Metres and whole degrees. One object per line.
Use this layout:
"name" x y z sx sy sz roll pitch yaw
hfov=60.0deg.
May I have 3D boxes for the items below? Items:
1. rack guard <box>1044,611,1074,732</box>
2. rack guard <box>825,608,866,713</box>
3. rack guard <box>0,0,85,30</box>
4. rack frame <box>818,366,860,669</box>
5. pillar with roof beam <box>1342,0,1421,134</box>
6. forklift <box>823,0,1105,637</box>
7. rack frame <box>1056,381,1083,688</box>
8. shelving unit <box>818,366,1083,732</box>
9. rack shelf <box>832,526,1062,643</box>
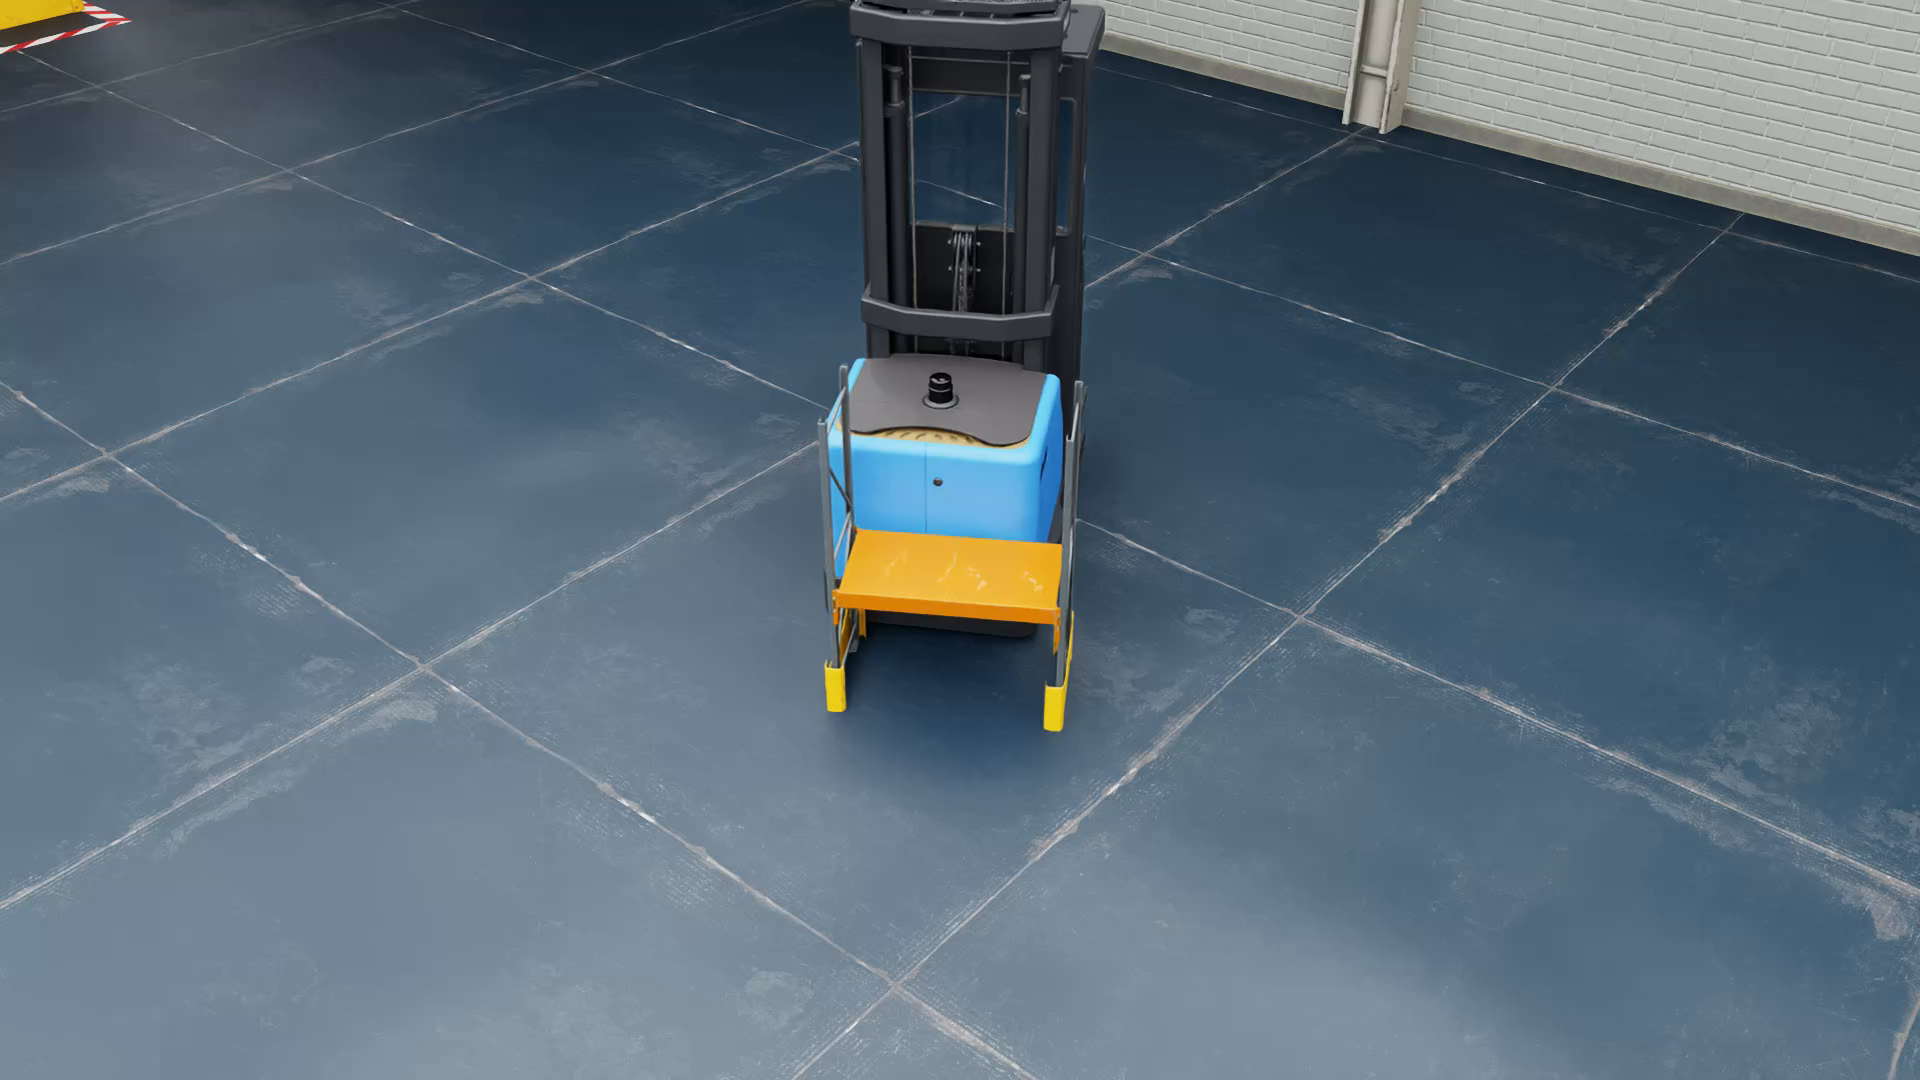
"rack guard" 0.455 0.595 7.663 0.087 0.250 0.587 4 35 6
"rack guard" -0.532 0.520 7.772 0.087 0.250 0.587 4 35 6
"rack guard" -9.082 -5.227 15.920 0.348 0.500 1.175 25 42 32
"rack frame" -0.533 0.005 7.418 0.032 1.500 0.500 4 35 6
"pillar with roof beam" 0.659 -5.289 8.502 0.400 9.000 9.100 25 42 32
"forklift" 0.104 -1.570 8.447 1.130 2.935 3.031 6 35 8
"rack frame" 0.475 0.081 7.307 0.032 1.500 0.500 4 35 6
"shelving unit" -0.038 0.042 7.364 1.083 1.500 0.587 4 35 6
"rack shelf" -0.029 0.191 7.465 1.000 0.185 0.538 4 35 6
